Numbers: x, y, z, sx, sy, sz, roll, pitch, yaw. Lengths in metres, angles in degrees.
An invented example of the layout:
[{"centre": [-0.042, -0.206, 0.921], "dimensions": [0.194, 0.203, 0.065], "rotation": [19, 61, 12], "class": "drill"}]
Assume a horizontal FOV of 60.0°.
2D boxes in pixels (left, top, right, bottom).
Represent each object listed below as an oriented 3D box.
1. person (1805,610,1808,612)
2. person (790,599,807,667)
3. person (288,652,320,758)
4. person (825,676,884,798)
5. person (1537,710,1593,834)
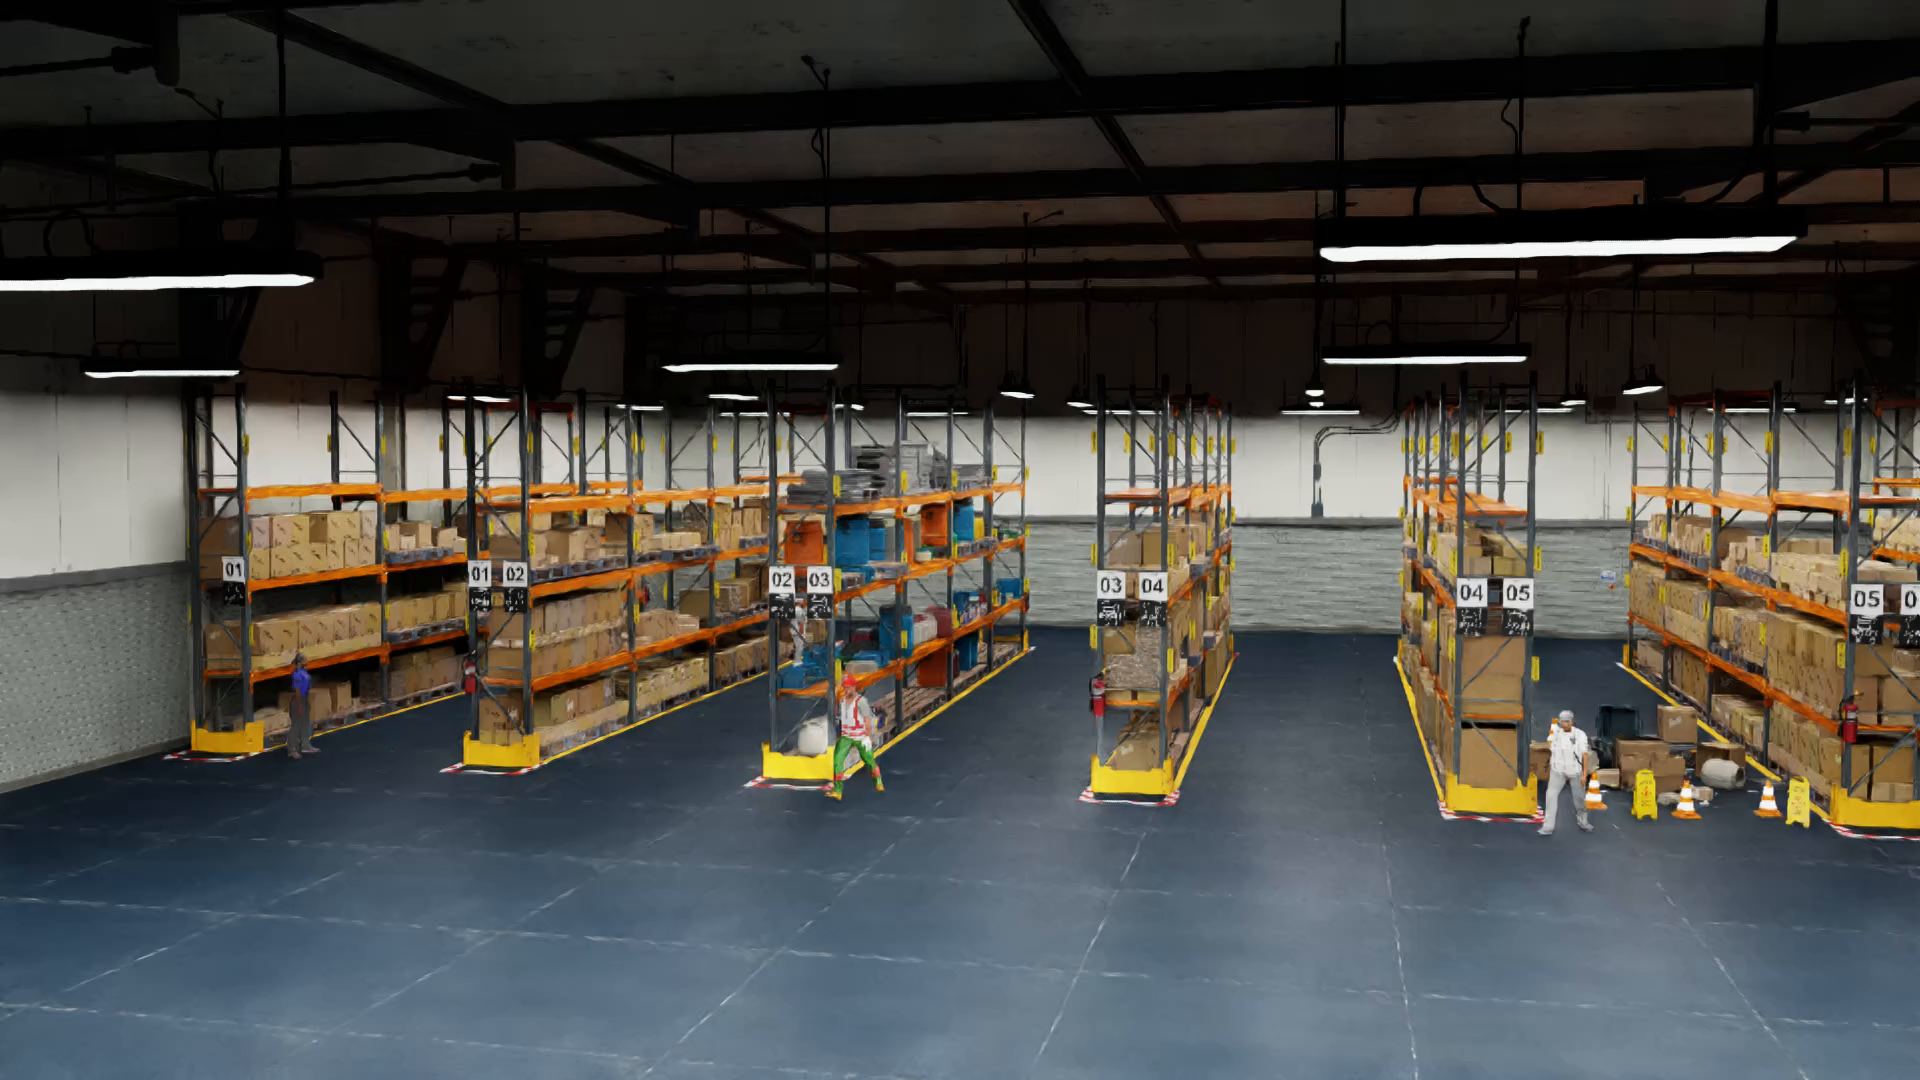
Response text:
[{"centre": [17.771, 2.156, 34.877], "dimensions": [0.566, 1.667, 0.578], "rotation": [2, 4, 27], "class": "person"}, {"centre": [-3.409, 2.050, 35.645], "dimensions": [0.442, 1.784, 0.606], "rotation": [-1, 3, -19], "class": "person"}, {"centre": [-10.553, 2.677, 26.701], "dimensions": [0.443, 1.567, 0.547], "rotation": [-1, 3, -10], "class": "person"}, {"centre": [-1.486, 2.790, 23.669], "dimensions": [0.596, 1.734, 0.987], "rotation": [2, 4, 32], "class": "person"}, {"centre": [7.819, 2.976, 21.392], "dimensions": [0.520, 1.607, 0.938], "rotation": [2, 4, 36], "class": "person"}]
